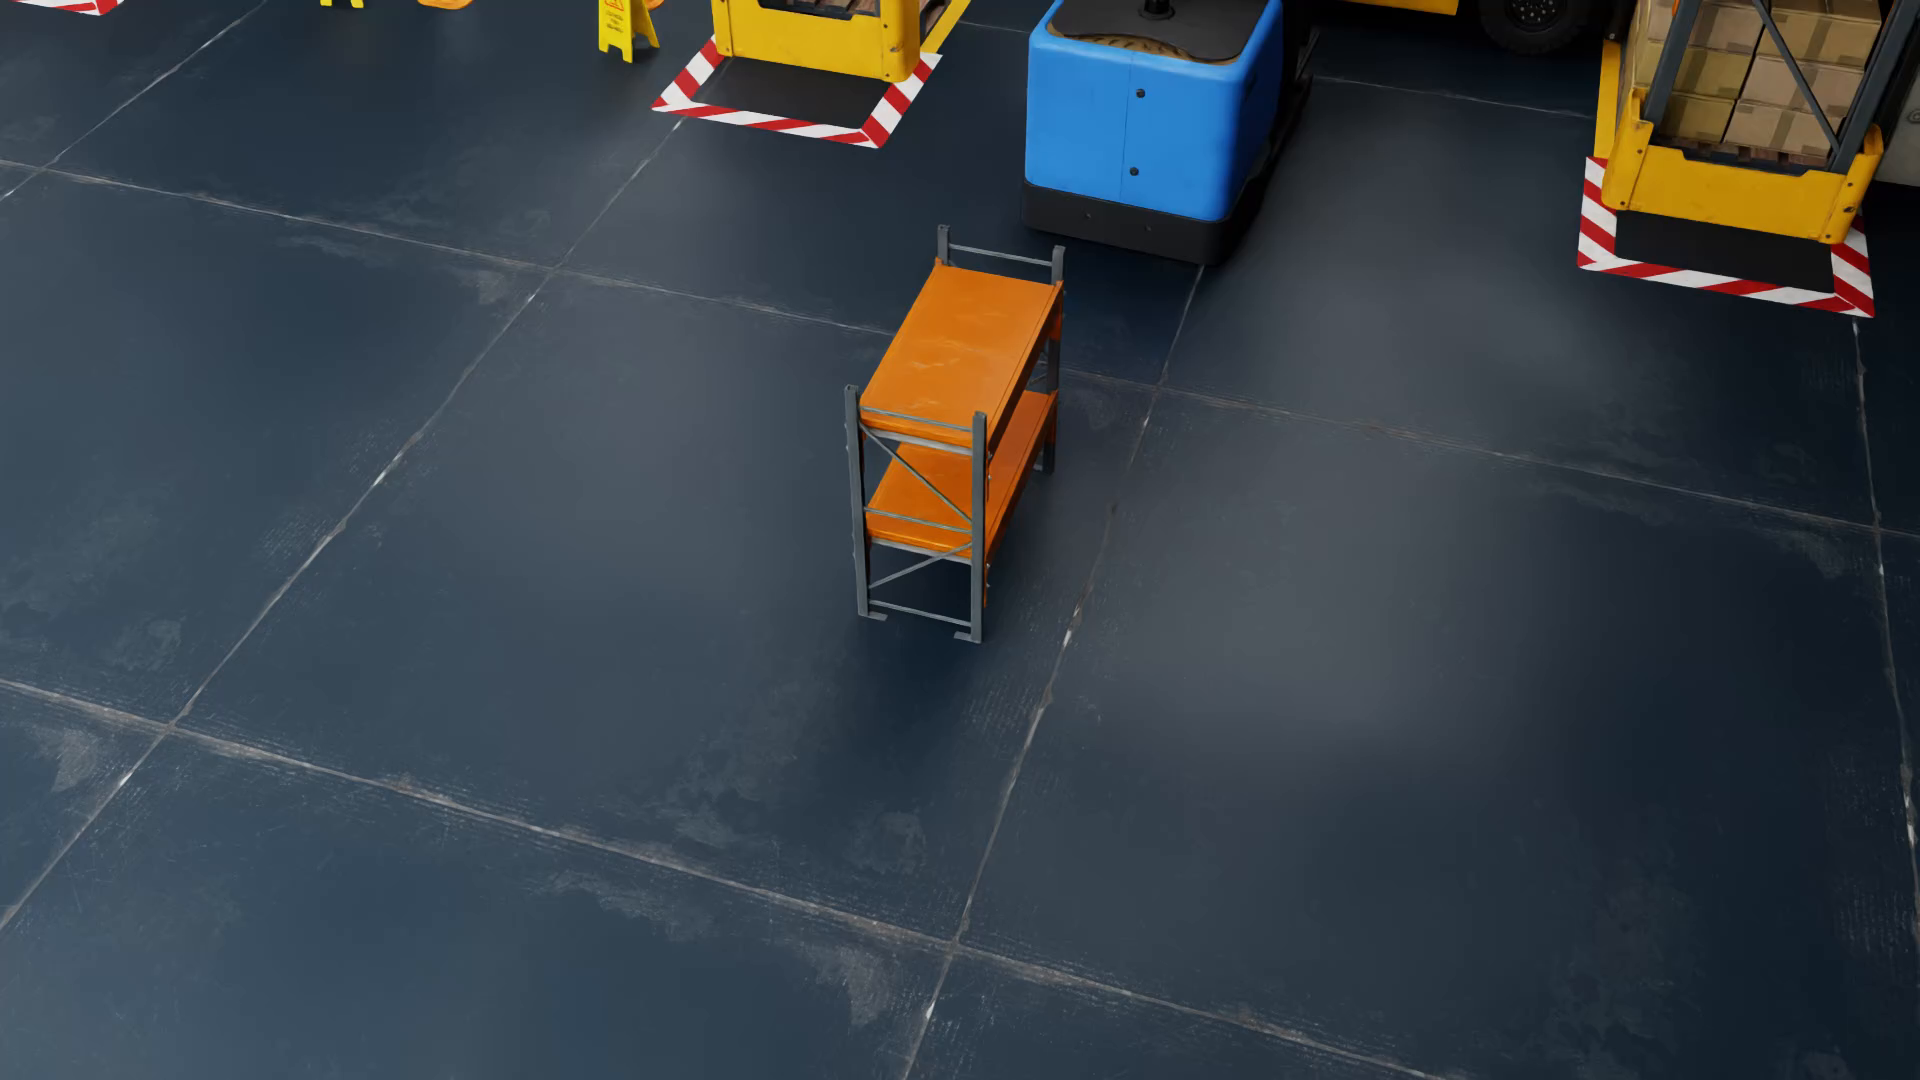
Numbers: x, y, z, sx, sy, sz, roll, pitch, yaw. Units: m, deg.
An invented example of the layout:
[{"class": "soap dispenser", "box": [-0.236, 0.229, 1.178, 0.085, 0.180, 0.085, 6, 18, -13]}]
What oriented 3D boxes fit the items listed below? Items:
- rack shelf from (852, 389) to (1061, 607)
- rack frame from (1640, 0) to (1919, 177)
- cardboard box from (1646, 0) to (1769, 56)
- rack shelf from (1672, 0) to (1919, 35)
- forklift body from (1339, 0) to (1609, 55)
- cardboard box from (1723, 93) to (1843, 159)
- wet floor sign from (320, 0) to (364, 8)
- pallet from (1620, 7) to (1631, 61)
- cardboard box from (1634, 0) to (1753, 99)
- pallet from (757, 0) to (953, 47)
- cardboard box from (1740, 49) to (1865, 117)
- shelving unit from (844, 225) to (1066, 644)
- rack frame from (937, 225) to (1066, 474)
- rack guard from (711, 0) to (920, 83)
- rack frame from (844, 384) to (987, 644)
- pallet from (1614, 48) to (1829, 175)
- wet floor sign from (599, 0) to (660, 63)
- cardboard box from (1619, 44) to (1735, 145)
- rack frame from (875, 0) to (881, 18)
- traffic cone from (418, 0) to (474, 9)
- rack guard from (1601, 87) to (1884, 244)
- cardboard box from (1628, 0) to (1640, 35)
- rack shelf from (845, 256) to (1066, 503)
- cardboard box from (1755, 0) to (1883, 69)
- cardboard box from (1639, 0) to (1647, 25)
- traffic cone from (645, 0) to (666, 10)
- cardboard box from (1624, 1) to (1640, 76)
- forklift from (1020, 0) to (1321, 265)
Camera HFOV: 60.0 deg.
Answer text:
[{"class": "rack shelf", "box": [0.002, -0.232, 6.532, 0.538, 0.278, 1.000, 13, 46, 13]}, {"class": "rack frame", "box": [3.888, -2.781, 7.447, 1.000, 3.000, 0.127, 13, 46, 13]}, {"class": "cardboard box", "box": [3.730, -2.678, 8.293, 0.500, 0.250, 0.500, 14, 46, 14]}, {"class": "rack shelf", "box": [4.493, -3.857, 9.061, 1.077, 0.370, 4.000, 13, 46, 13]}, {"class": "forklift body", "box": [2.723, -4.128, 9.430, 2.313, 2.155, 1.214, 13, 46, 13]}, {"class": "cardboard box", "box": [4.223, -2.234, 8.554, 0.500, 0.250, 0.500, 13, 46, 13]}, {"class": "wet floor sign", "box": [-3.714, -3.530, 9.896, 0.267, 0.644, 0.232, 5, 45, 5]}, {"class": "pallet", "box": [4.451, -3.113, 9.780, 1.003, 0.211, 1.213, 13, 46, 13]}, {"class": "cardboard box", "box": [3.737, -2.517, 8.486, 0.500, 0.250, 0.500, 12, 46, 12]}, {"class": "pallet", "box": [-0.541, -3.417, 10.091, 1.003, 0.211, 1.213, 13, 46, 13]}, {"class": "cardboard box", "box": [4.228, -2.396, 8.362, 0.500, 0.250, 0.500, 13, 46, 13]}, {"class": "shelving unit", "box": [0.002, -0.407, 6.361, 0.538, 1.125, 1.048, 13, 46, 13]}, {"class": "rack frame", "box": [0.156, -0.745, 6.707, 0.500, 1.125, 0.032, 13, 46, 13]}, {"class": "rack guard", "box": [-0.821, -2.987, 9.445, 1.175, 0.500, 0.348, 13, 46, 13]}, {"class": "rack frame", "box": [-0.152, -0.068, 6.015, 0.500, 1.125, 0.032, 13, 46, 13]}, {"class": "pallet", "box": [4.079, -2.303, 8.952, 1.003, 0.211, 1.213, 13, 46, 13]}, {"class": "wet floor sign", "box": [-1.921, -3.088, 9.444, 0.267, 0.644, 0.232, 28, 51, 26]}, {"class": "cardboard box", "box": [3.729, -2.328, 8.650, 0.500, 0.250, 0.500, 13, 46, 13]}, {"class": "rack frame", "box": [-0.844, -3.829, 8.519, 1.000, 3.000, 0.127, 13, 46, 13]}, {"class": "traffic cone", "box": [-3.104, -3.491, 9.987, 0.336, 0.463, 0.334, 13, 46, 13]}, {"class": "rack guard", "box": [3.880, -1.871, 8.305, 1.175, 0.500, 0.348, 13, 46, 13]}, {"class": "cardboard box", "box": [4.048, -2.989, 9.326, 0.500, 0.250, 0.500, 13, 46, 13]}, {"class": "rack shelf", "box": [0.002, -0.616, 6.156, 0.538, 0.278, 1.000, 13, 46, 13]}, {"class": "cardboard box", "box": [4.213, -2.586, 8.198, 0.500, 0.250, 0.500, 12, 46, 12]}, {"class": "cardboard box", "box": [3.899, -2.849, 8.825, 0.500, 0.250, 0.500, 12, 46, 12]}, {"class": "traffic cone", "box": [-1.943, -3.483, 9.978, 0.336, 0.463, 0.334, 13, 46, 13]}, {"class": "cardboard box", "box": [3.888, -2.658, 8.987, 0.500, 0.250, 0.500, 13, 46, 12]}, {"class": "forklift", "box": [1.304, -3.417, 8.147, 1.130, 2.935, 3.031, 15, 46, 15]}]
